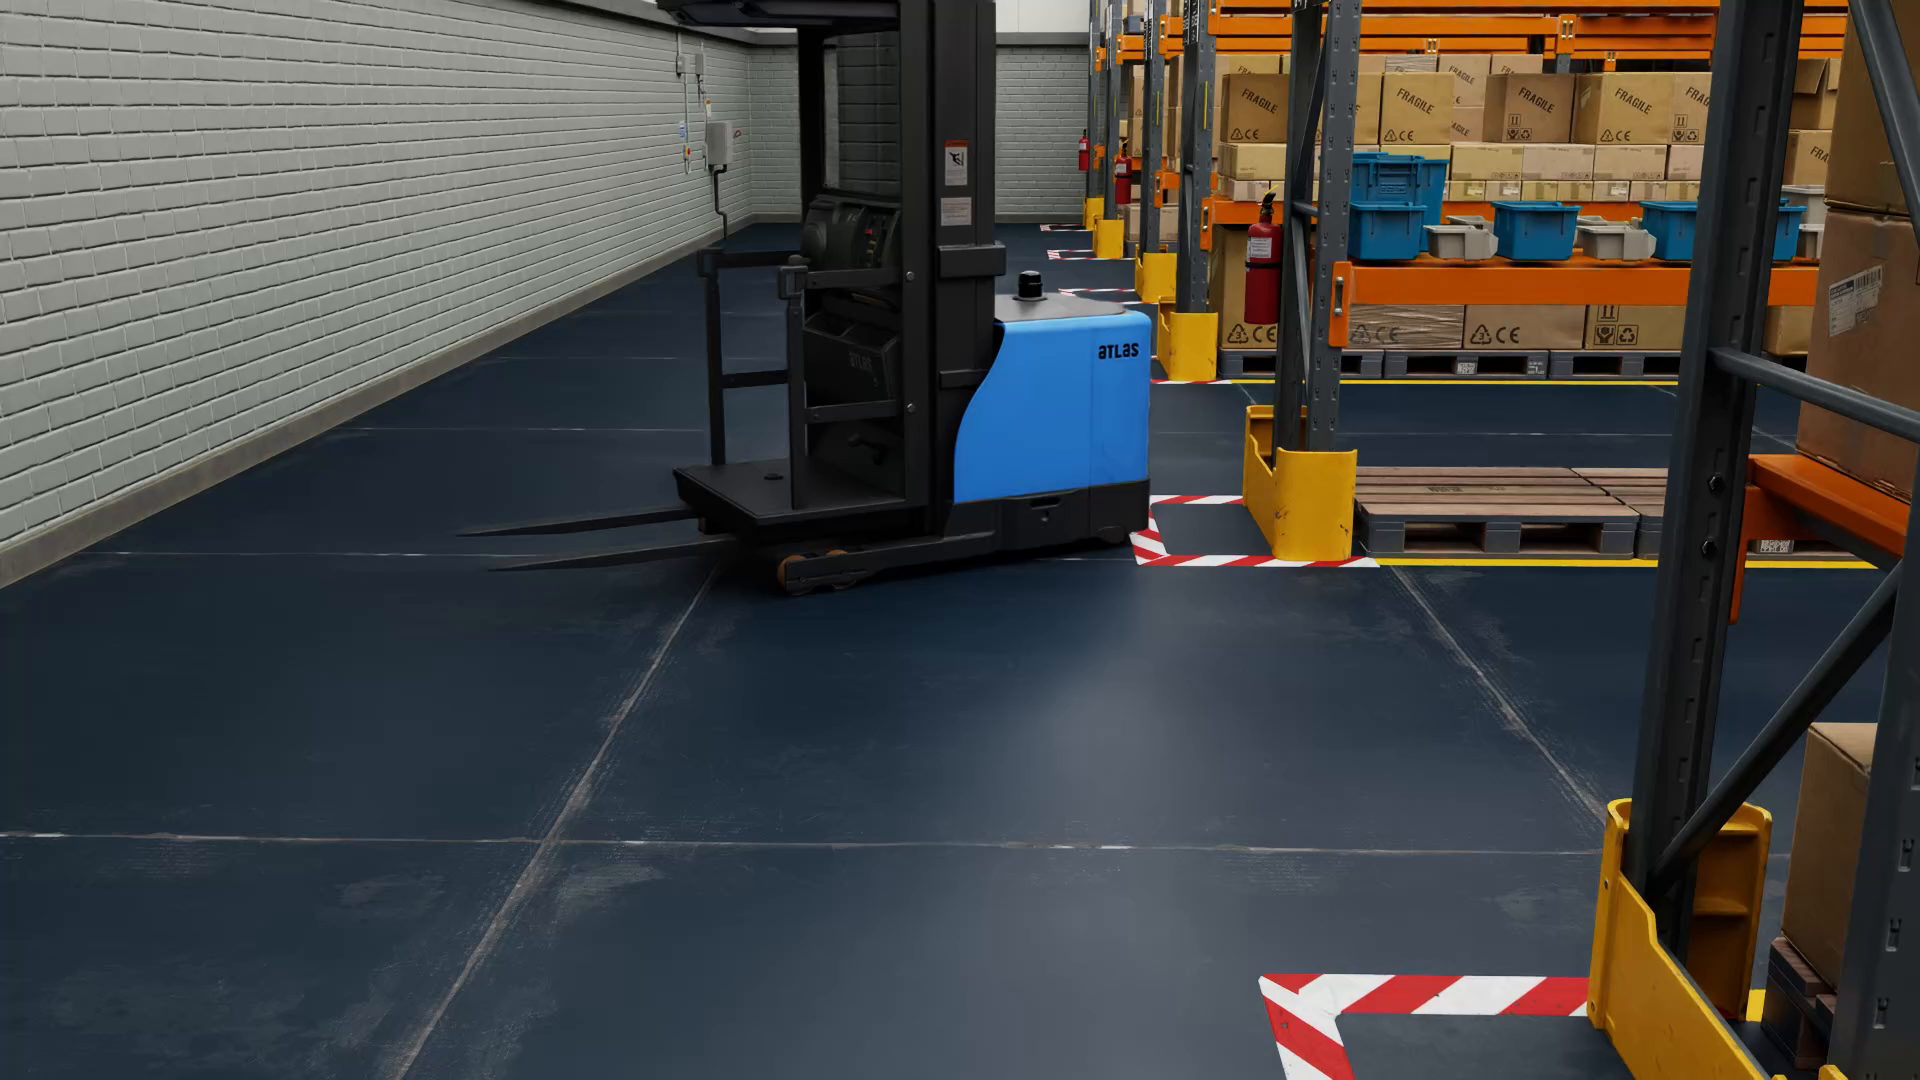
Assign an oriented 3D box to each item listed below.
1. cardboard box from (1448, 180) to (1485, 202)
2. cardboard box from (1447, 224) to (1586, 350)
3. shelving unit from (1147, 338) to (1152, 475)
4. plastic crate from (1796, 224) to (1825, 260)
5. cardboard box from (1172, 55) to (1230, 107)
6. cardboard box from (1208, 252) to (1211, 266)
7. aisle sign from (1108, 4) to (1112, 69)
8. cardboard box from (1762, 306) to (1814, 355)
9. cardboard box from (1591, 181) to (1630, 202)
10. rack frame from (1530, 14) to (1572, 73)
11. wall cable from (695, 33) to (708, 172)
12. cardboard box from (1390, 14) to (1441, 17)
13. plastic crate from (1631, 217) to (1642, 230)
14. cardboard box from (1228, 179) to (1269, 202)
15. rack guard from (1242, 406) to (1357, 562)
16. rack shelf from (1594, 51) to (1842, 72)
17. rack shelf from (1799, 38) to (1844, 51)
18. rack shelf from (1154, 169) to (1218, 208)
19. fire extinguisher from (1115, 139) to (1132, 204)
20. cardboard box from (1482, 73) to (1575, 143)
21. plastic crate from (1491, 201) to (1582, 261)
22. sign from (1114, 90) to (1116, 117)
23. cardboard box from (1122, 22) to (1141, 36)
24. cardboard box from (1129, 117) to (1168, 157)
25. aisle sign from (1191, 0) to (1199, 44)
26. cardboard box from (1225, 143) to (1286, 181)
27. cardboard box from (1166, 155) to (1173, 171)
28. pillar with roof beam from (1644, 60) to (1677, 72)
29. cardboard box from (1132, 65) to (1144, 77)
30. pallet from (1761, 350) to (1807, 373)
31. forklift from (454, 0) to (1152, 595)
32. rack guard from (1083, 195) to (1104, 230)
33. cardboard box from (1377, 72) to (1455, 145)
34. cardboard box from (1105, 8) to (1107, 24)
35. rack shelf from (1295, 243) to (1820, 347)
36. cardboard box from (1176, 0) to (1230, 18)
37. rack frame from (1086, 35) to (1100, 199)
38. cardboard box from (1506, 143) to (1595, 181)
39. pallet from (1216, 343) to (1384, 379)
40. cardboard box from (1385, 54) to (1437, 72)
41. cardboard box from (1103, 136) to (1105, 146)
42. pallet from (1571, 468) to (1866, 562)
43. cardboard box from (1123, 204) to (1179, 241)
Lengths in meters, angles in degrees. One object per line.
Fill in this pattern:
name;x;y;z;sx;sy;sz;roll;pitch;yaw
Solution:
cardboard box;3.644;-2.551;12.121;0.250;0.149;0.380;0;15;0
cardboard box;4.201;-1.949;12.688;0.875;0.875;0.875;0;15;1
shelving unit;0.774;-0.551;8.166;0.210;0.900;0.258;-8;17;-27
plastic crate;3.883;-1.316;7.346;0.466;0.136;0.293;0;15;1
cardboard box;2.429;-4.638;16.799;0.500;0.500;0.500;0;15;1
cardboard box;2.505;-2.932;17.256;0.250;0.149;0.380;1;15;4
aisle sign;1.933;-6.479;21.422;0.004;0.787;0.394;0;15;1
cardboard box;6.399;-1.919;12.576;0.875;0.875;1.225;0;15;2
cardboard box;4.674;-2.544;12.097;0.250;0.149;0.380;1;15;2
rack frame;5.986;-4.007;17.146;0.127;3.000;1.000;0;15;1
wall cable;-3.600;-6.180;23.391;0.122;1.984;0.588;0;15;1
cardboard box;4.482;-5.328;16.570;0.500;0.250;0.500;0;15;1
plastic crate;3.318;-1.449;7.853;0.250;0.136;0.298;0;15;1
cardboard box;2.106;-2.561;12.158;0.250;0.149;0.380;1;15;2
rack guard;1.609;-0.294;7.973;0.348;0.500;1.175;0;15;1
rack shelf;12.133;-7.599;26.293;4.000;0.370;1.077;0;15;1
rack shelf;12.010;-6.333;21.495;4.000;0.370;1.077;0;15;1
rack shelf;3.987;-3.672;17.288;4.000;0.370;1.077;0;15;1
fire extinguisher;1.747;-3.934;17.755;0.183;0.674;0.296;0;15;1
cardboard box;4.274;-3.252;12.527;0.500;0.500;0.500;0;15;0
plastic crate;2.530;-1.364;7.339;0.300;0.233;0.416;0;15;1
sign;1.993;-5.611;21.376;0.005;0.325;0.100;0;15;1
cardboard box;2.572;-8.011;26.154;0.500;0.250;0.500;0;15;1
cardboard box;2.485;-5.268;21.730;0.500;0.500;0.500;0;15;1
aisle sign;1.680;-3.949;11.834;0.004;0.787;0.394;0;15;1
cardboard box;2.233;-2.768;12.162;0.500;0.250;0.500;0;15;0
cardboard box;2.321;-3.981;17.542;0.250;0.149;0.380;0;15;1
pillar with roof beam;11.350;-8.534;22.545;0.400;9.000;9.100;0;15;1
cardboard box;2.361;-6.068;21.533;0.250;0.149;0.380;1;15;3
pallet;6.532;-1.408;12.764;1.213;0.211;1.003;0;15;1
forklift;-0.663;-1.340;7.172;3.031;2.935;1.130;-8;17;-27
rack guard;2.212;-5.352;27.147;0.348;0.500;1.175;0;15;1
cardboard box;3.251;-3.125;12.047;0.500;0.500;0.500;0;15;0
cardboard box;2.587;-8.393;26.624;0.500;0.250;0.500;0;15;0
rack shelf;3.633;-1.145;7.708;4.000;0.370;1.077;0;15;1
cardboard box;2.430;-5.342;16.624;0.500;0.250;0.500;1;15;3
rack frame;2.136;-6.562;26.830;0.127;3.000;1.000;0;15;1
cardboard box;4.283;-2.756;12.116;0.500;0.250;0.500;1;15;3
pallet;2.561;-1.435;12.865;1.213;0.211;1.003;0;15;1
cardboard box;4.481;-4.625;16.752;0.500;0.500;0.500;1;15;3
cardboard box;2.474;-6.506;27.114;0.250;0.149;0.380;0;15;1
pallet;3.673;-0.133;7.931;1.213;0.211;1.003;0;15;1
cardboard box;2.675;-4.281;22.386;0.875;0.438;0.875;0;15;0
